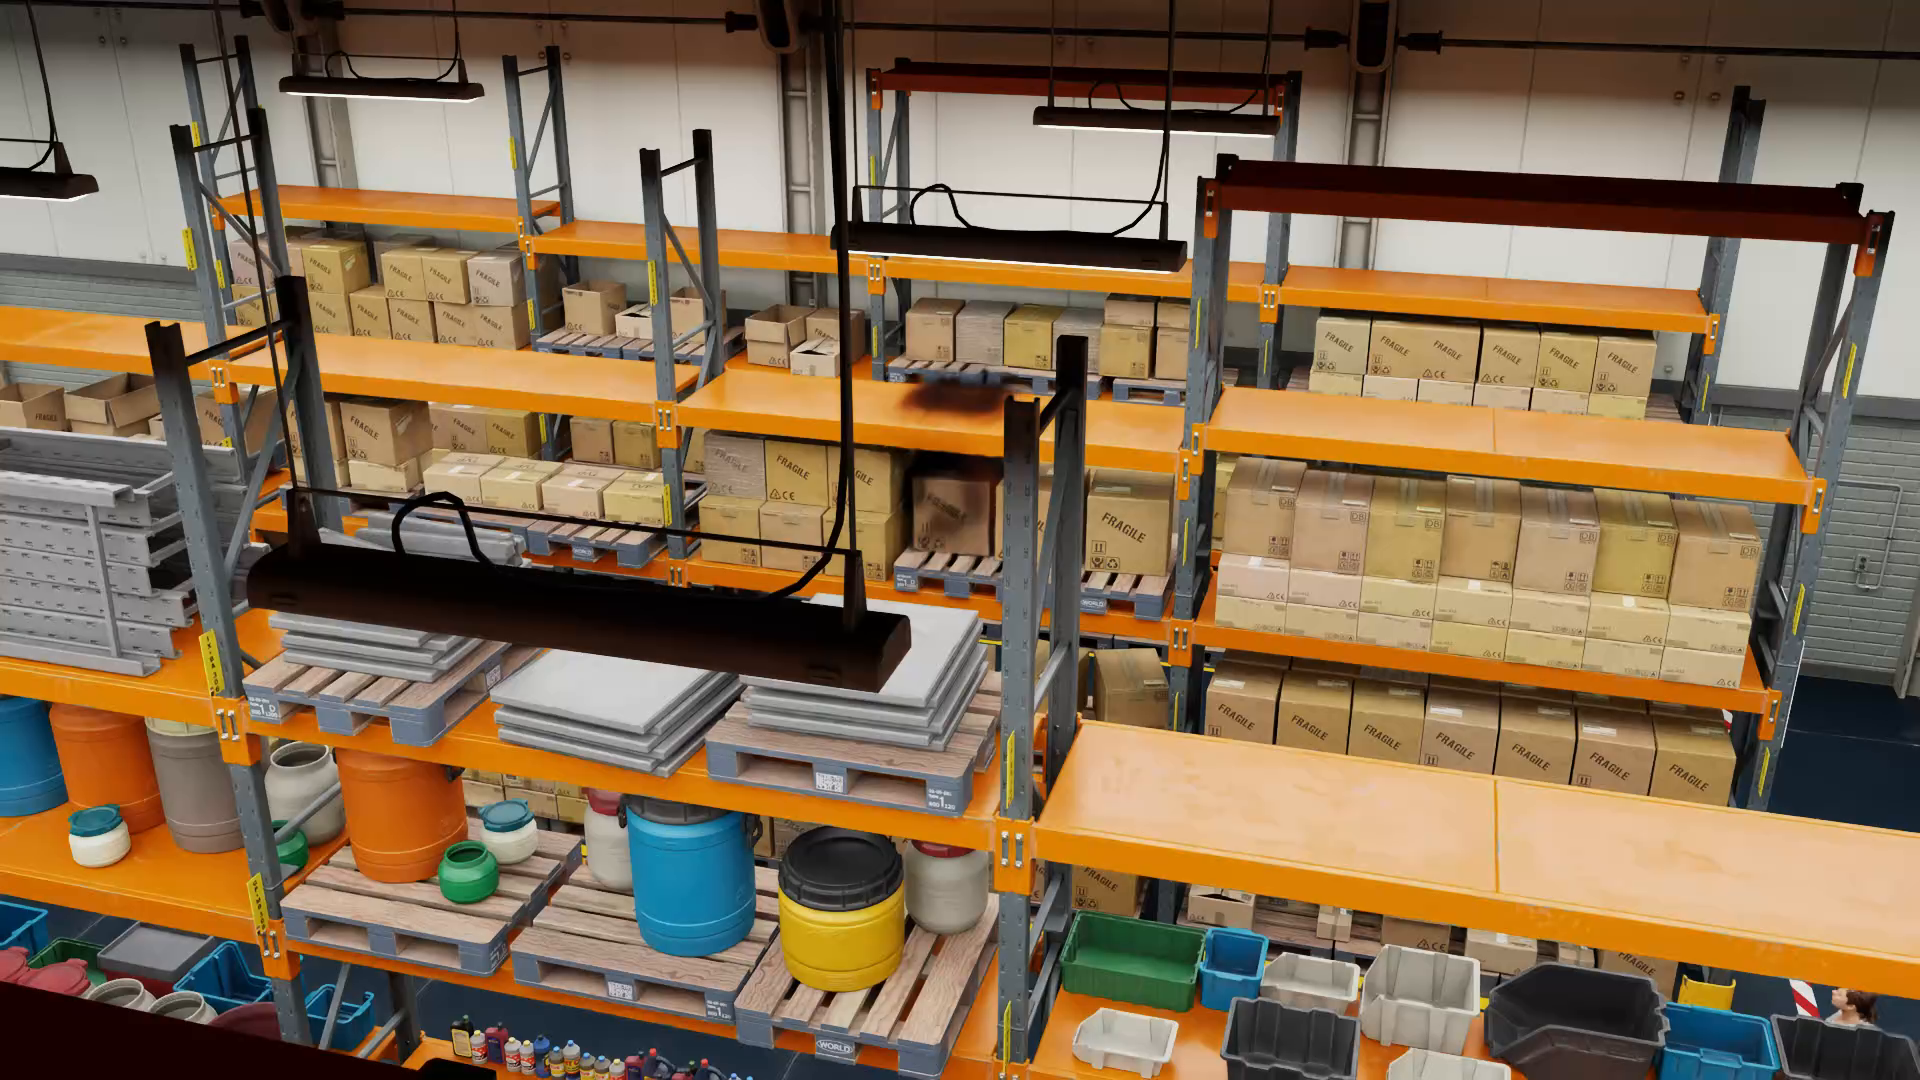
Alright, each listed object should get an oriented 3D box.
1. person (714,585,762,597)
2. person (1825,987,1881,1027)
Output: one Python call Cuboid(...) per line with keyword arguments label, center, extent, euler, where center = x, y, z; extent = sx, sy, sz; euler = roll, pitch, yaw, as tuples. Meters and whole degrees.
Cuboid(label="person", center=(-2.207, 0.773, 16.260), extent=(0.681, 1.814, 0.479), euler=(16, 28, 34))
Cuboid(label="person", center=(5.466, 3.426, 10.428), extent=(0.973, 1.652, 0.516), euler=(7, 23, 16))
